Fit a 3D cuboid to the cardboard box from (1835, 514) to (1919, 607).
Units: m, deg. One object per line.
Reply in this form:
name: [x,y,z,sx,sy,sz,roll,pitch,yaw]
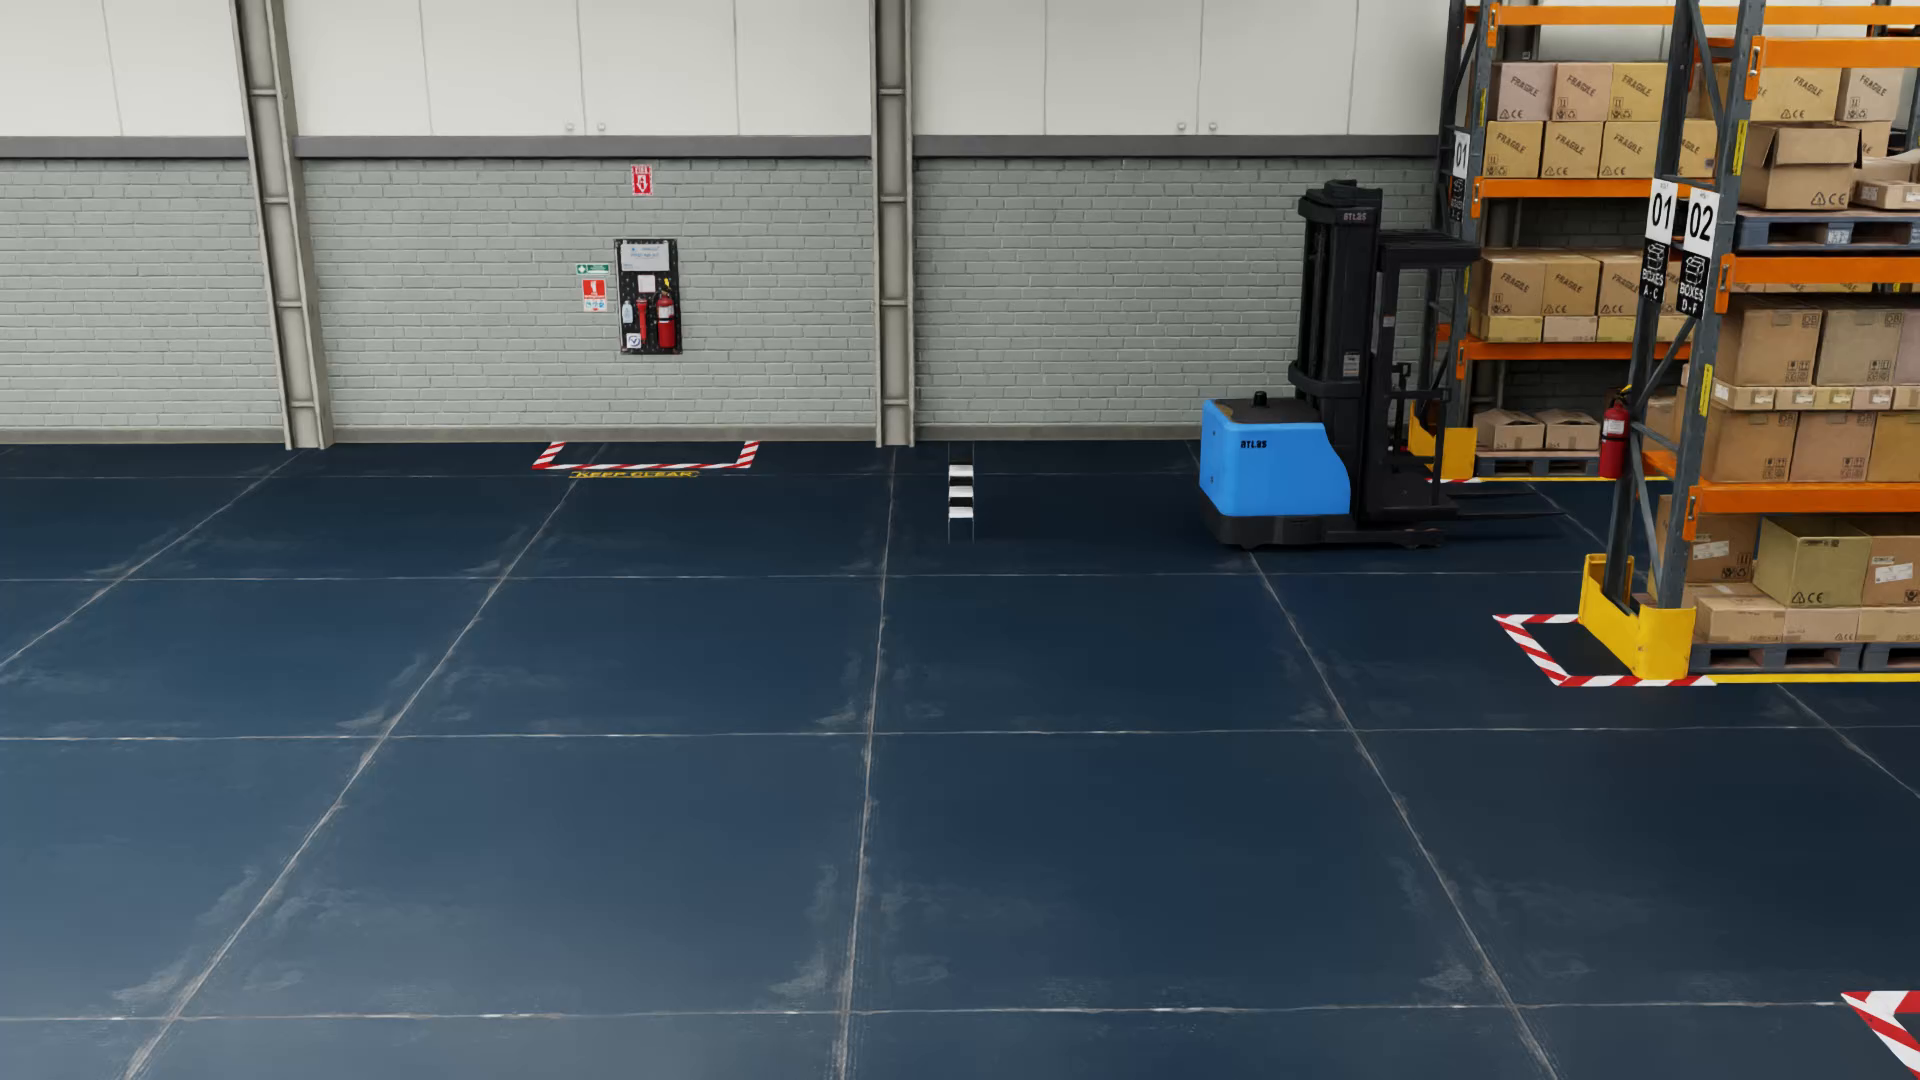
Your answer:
cardboard box: [6.272,0.137,11.298,0.500,0.500,0.500,0,18,-1]

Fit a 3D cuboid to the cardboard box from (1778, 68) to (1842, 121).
cardboard box: [7.603,-4.074,15.094,0.500,0.500,0.500,1,18,2]

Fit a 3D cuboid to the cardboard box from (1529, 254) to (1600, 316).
cardboard box: [5.628,-2.390,15.571,0.500,0.500,0.500,0,18,-1]

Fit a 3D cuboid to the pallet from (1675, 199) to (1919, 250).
pallet: [5.440,-2.053,10.772,1.213,0.211,1.003,0,18,-1]

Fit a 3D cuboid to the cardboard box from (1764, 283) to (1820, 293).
cardboard box: [7.684,-2.398,15.598,0.500,0.500,0.500,0,18,-1]

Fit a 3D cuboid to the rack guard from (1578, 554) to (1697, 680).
rack guard: [4.709,0.519,11.612,0.348,0.500,1.175,0,18,-1]

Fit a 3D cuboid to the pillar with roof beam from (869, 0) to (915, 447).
pillar with roof beam: [-0.594,-3.965,11.676,0.400,9.000,9.100,0,18,-1]

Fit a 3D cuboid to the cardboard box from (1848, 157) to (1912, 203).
cardboard box: [5.880,-2.381,10.978,0.500,0.250,0.500,0,18,-1]

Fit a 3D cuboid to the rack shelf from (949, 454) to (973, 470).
rack shelf: [0.008,-0.654,13.838,0.200,0.077,0.258,0,18,-1]

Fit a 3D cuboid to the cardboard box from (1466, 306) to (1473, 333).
cardboard box: [5.115,-2.184,16.159,0.500,0.250,0.500,0,18,0]

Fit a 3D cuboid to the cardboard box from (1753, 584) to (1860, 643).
cardboard box: [5.773,0.499,11.394,0.500,0.250,0.500,0,18,-1]

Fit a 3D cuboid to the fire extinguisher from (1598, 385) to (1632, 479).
fire extinguisher: [4.608,-0.776,11.683,0.183,0.674,0.296,0,18,-1]

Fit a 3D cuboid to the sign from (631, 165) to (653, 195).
sign: [-3.143,-3.557,16.431,0.199,0.298,0.001,0,18,-1]

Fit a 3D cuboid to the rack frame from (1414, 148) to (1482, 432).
rack frame: [4.651,-2.185,15.947,0.127,3.000,1.000,0,18,-1]

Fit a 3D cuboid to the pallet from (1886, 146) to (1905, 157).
pallet: [9.270,-3.513,15.486,1.003,0.211,1.213,0,18,-1]

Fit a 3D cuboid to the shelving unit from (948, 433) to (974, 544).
shelving unit: [0.008,-0.429,13.910,0.210,0.900,0.258,0,18,-1]

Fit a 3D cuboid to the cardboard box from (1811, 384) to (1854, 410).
cardboard box: [5.642,-0.967,10.926,0.250,0.149,0.380,0,18,-1]

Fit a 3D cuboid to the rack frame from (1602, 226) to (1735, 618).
rack frame: [4.733,-0.672,11.231,0.127,3.000,1.000,0,18,-1]

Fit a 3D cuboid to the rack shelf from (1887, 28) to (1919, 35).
rack shelf: [10.650,-4.664,15.251,3.809,0.052,0.919,0,18,-1]

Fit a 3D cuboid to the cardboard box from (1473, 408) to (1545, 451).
cardboard box: [6.108,2.644,4.594,2.161,0.321,24.904,-2,18,-7]

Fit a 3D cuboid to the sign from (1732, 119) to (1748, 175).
sign: [4.736,-2.384,10.099,0.005,0.325,0.100,0,18,-1]

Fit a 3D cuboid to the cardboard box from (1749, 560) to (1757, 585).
cardboard box: [11.508,-0.237,11.498,11.980,1.590,1.086,0,18,-1]

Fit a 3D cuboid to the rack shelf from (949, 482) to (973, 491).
rack shelf: [0.008,-0.482,13.893,0.200,0.077,0.258,0,18,-1]

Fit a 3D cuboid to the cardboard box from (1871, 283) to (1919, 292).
cardboard box: [9.160,-2.453,15.900,0.500,0.500,0.700,0,18,-1]

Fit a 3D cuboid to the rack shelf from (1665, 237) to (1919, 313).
rack shelf: [6.733,-1.767,10.913,4.000,0.370,1.077,0,18,-1]

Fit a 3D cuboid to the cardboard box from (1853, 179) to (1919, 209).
cardboard box: [5.912,-2.199,10.575,0.250,0.149,0.380,0,18,-1]

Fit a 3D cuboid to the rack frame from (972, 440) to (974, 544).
rack frame: [0.110,-0.429,13.912,0.006,0.900,0.240,0,18,-1]

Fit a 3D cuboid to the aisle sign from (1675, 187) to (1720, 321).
aisle sign: [4.672,-1.816,10.541,0.004,0.787,0.394,0,18,-1]

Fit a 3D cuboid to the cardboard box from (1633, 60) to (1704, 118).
cardboard box: [6.620,-4.230,15.579,0.500,0.500,0.500,0,18,-1]

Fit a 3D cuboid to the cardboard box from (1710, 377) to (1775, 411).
cardboard box: [5.129,-0.964,10.917,0.250,0.149,0.380,0,18,-1]

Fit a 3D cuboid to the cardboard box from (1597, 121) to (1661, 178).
cardboard box: [6.046,-3.591,15.223,0.500,0.500,0.500,1,18,2]

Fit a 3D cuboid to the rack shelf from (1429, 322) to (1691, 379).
rack shelf: [6.651,-1.852,16.087,4.000,0.370,1.077,0,18,-1]

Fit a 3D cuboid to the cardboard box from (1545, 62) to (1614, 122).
cardboard box: [5.542,-4.061,15.052,0.500,0.500,0.500,0,18,-1]

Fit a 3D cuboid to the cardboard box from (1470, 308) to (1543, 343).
cardboard box: [5.144,-2.028,15.672,0.500,0.250,0.500,-1,18,-2]

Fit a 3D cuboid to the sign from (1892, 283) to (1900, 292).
sign: [10.668,-3.924,14.919,4.007,3.399,0.100,0,18,-1]

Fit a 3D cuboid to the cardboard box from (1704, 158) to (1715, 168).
cardboard box: [8.830,0.544,3.957,7.348,1.528,15.728,0,18,-1]

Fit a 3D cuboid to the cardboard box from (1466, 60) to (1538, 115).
cardboard box: [5.078,-4.228,15.573,0.500,0.500,0.500,1,18,2]

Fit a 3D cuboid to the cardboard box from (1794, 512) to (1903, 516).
cardboard box: [6.264,-0.022,11.793,0.500,0.500,0.500,0,18,-1]

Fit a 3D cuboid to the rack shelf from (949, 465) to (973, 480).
rack shelf: [0.008,-0.568,13.865,0.200,0.077,0.258,0,18,-1]

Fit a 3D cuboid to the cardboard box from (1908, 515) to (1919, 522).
cardboard box: [6.773,0.139,11.289,0.500,0.500,0.500,0,18,-1]

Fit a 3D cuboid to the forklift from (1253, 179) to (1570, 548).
forklift: [3.620,-1.480,13.862,3.031,2.935,1.110,-1,18,-4]

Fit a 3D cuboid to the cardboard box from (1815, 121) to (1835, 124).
cardboard box: [7.644,-3.613,15.292,0.500,0.500,0.500,-2,18,-6]

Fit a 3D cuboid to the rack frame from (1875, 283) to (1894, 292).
rack frame: [8.651,-2.204,16.007,0.127,3.000,1.000,0,18,-1]

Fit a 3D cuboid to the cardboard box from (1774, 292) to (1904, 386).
cardboard box: [5.779,-1.340,11.026,0.500,0.500,0.700,-1,18,-2]
